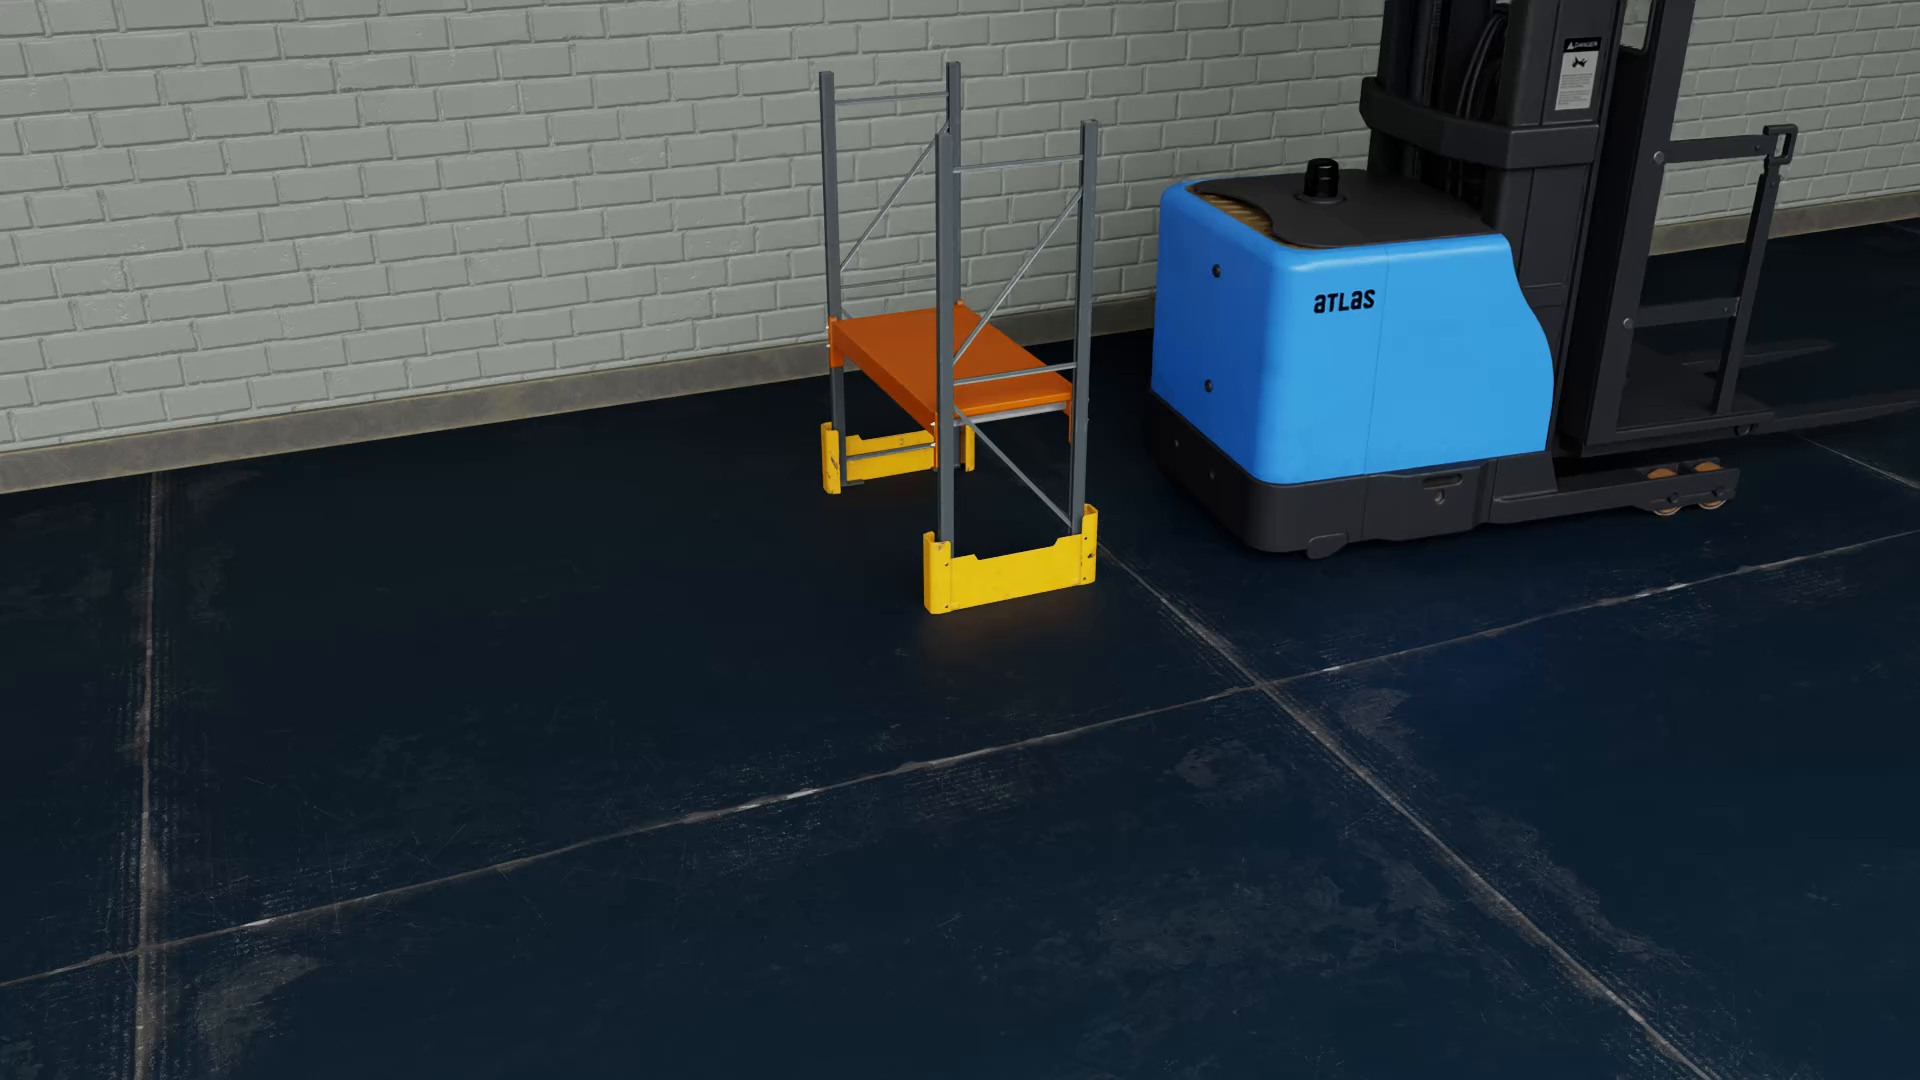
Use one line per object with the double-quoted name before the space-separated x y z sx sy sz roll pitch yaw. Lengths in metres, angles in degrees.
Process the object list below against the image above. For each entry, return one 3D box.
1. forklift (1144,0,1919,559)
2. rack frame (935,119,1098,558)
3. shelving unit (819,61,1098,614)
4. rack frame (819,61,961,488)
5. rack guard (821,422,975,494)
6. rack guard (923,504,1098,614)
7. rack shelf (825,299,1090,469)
"forklift" 2.273 -1.615 5.717 3.031 2.935 1.130 -8 27 -15
"rack frame" 0.166 -0.503 5.071 0.500 1.500 0.032 -11 28 -21
"shelving unit" -0.030 -0.705 5.484 0.587 1.500 1.083 -11 28 -21
"rack frame" -0.232 -0.914 5.912 0.500 1.500 0.032 -11 28 -21
"rack guard" -0.225 -0.344 6.170 0.587 0.250 0.087 -11 28 -21
"rack guard" 0.165 0.058 5.346 0.587 0.250 0.087 -11 28 -21
"rack shelf" -0.033 -0.547 5.570 0.538 0.185 1.000 -11 28 -21
